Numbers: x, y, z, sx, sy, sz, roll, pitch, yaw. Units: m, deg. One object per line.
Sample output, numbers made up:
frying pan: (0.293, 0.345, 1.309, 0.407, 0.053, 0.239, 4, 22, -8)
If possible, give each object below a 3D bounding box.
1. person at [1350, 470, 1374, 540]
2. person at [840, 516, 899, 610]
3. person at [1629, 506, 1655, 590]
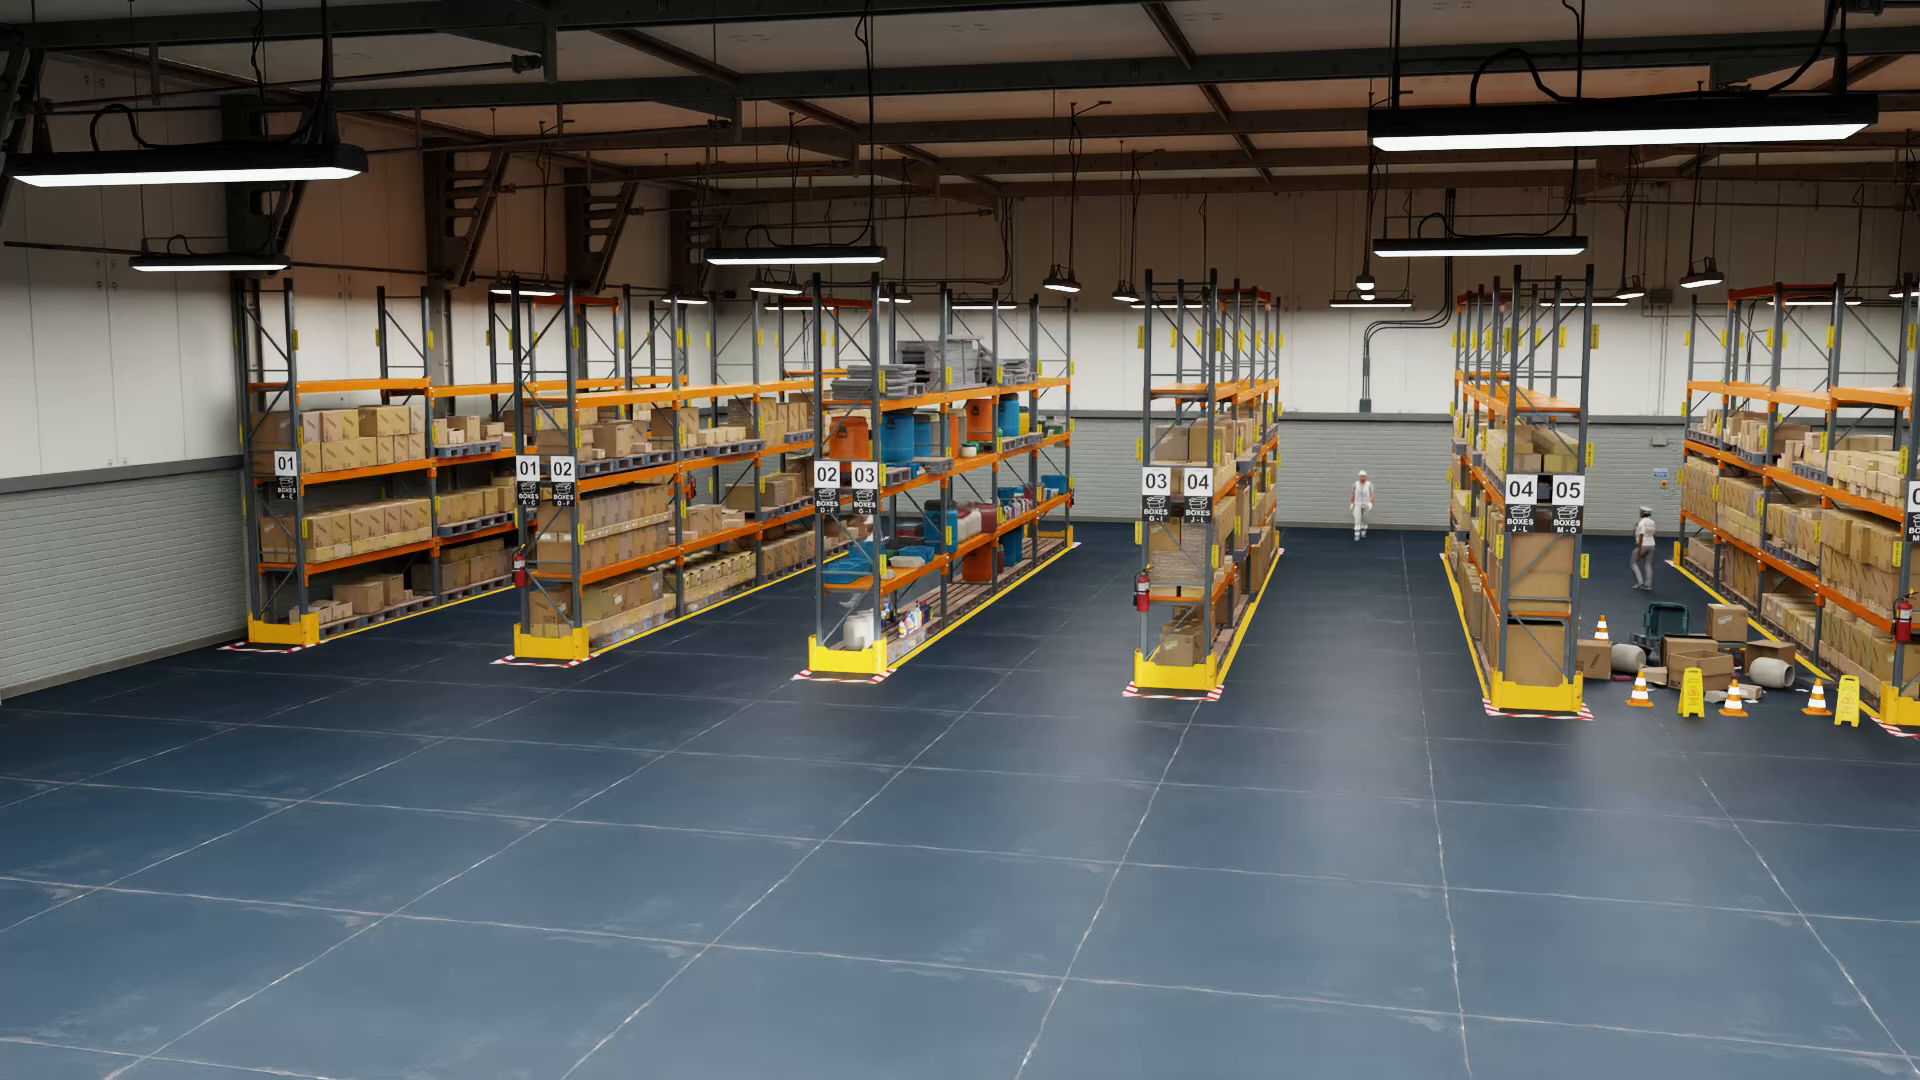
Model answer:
person: (10.081, -0.881, 41.643, 0.559, 1.721, 1.050, 1, 7, 9)
person: (-1.634, 0.413, 30.184, 1.015, 1.708, 0.593, 2, 7, 13)
person: (13.777, 0.167, 33.467, 0.487, 1.692, 0.421, -3, 7, -21)
